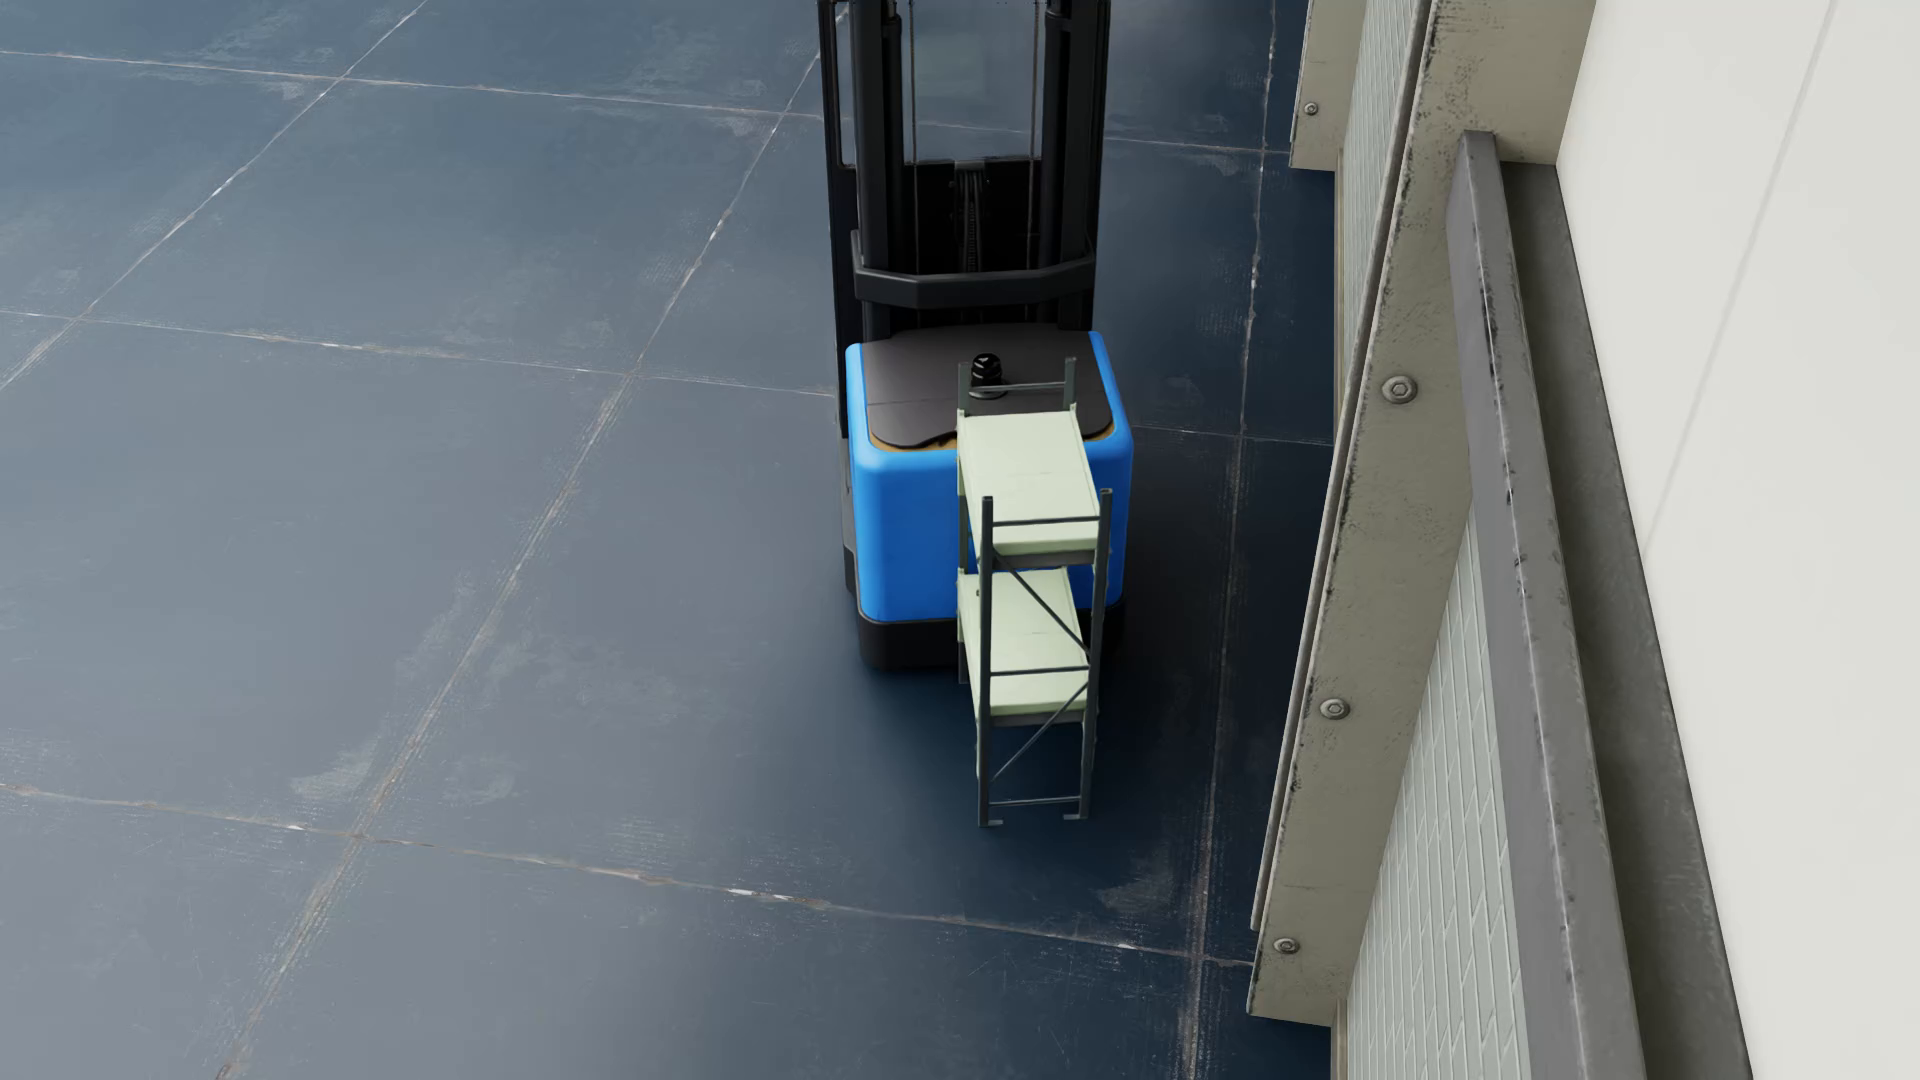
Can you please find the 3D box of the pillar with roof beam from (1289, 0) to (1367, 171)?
[{"bbox_3d":[-2.087,-6.279,7.782,9.100,9.000,0.400,6,40,8],"label":"pillar with roof beam"}]

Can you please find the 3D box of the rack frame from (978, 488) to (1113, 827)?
[{"bbox_3d":[0.266,0.439,5.542,0.400,1.500,0.023,-4,40,-4],"label":"rack frame"}]

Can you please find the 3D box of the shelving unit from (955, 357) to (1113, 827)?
[{"bbox_3d":[0.231,0.207,5.822,0.431,1.500,0.755,-4,40,-4],"label":"shelving unit"}]

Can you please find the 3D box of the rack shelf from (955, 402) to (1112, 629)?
[{"bbox_3d":[0.231,-0.094,5.574,0.431,0.370,0.720,-4,40,-4],"label":"rack shelf"}]

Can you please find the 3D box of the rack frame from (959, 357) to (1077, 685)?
[{"bbox_3d":[0.196,-0.025,6.103,0.400,1.500,0.023,-4,40,-4],"label":"rack frame"}]

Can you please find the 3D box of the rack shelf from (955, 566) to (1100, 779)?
[{"bbox_3d":[0.231,0.458,6.030,0.431,0.370,0.720,-4,40,-4],"label":"rack shelf"}]

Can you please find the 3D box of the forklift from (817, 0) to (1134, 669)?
[{"bbox_3d":[-0.009,-1.554,6.829,1.130,2.935,3.031,-4,40,-4],"label":"forklift"}]

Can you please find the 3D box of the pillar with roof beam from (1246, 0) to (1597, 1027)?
[{"bbox_3d":[-3.125,-2.513,3.227,9.100,9.000,0.400,6,40,8],"label":"pillar with roof beam"}]
